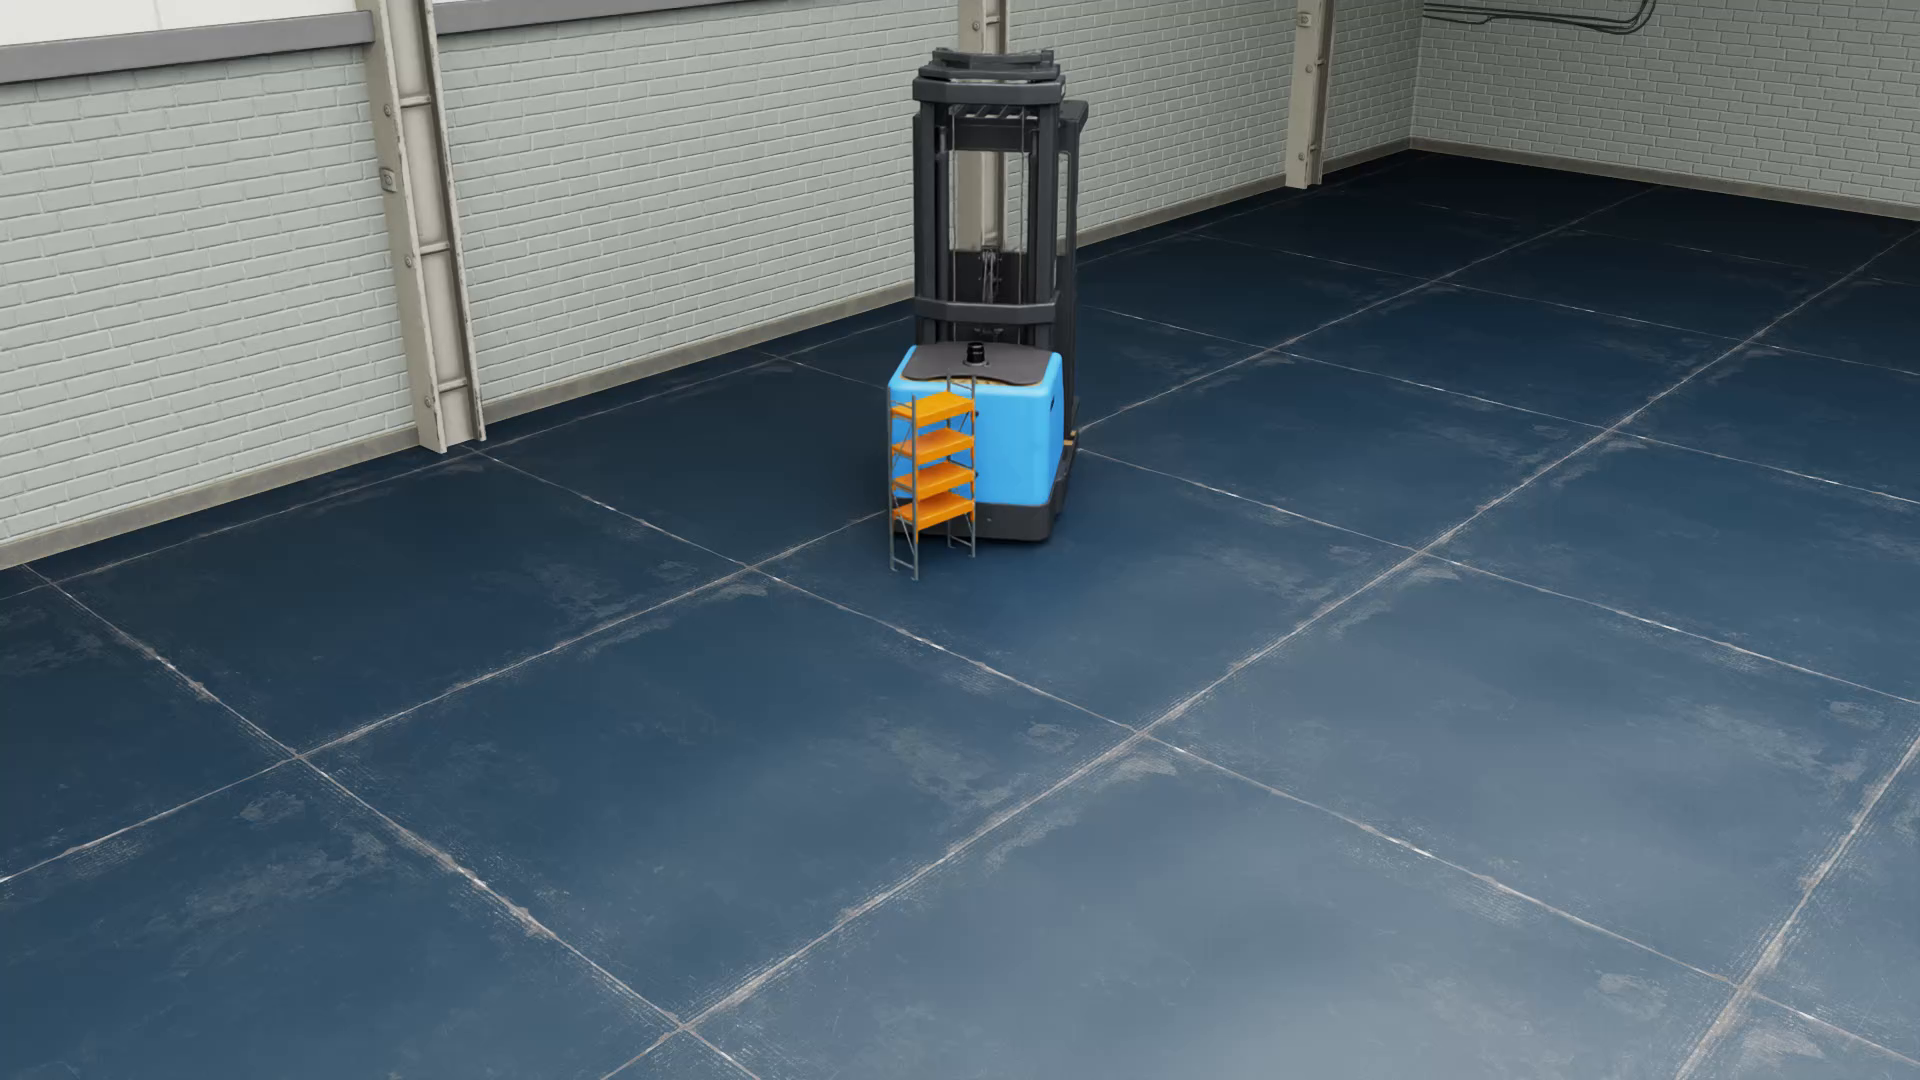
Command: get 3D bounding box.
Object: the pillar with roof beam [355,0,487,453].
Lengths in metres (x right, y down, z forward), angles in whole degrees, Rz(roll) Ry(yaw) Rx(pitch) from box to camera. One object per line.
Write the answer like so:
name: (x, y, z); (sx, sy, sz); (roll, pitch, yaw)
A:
pillar with roof beam: (-0.575, -3.665, 7.925); (9.100, 9.000, 0.400); (20, 31, 38)

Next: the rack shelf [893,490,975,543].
rack shelf: (-0.170, -0.155, 10.279); (0.480, 0.148, 0.258); (-21, 32, -39)

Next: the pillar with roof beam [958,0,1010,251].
pillar with roof beam: (3.429, -5.493, 12.002); (9.100, 9.000, 0.400); (20, 31, 38)

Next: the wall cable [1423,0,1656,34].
wall cable: (7.179, -7.616, 20.532); (3.097, 2.526, 0.112); (20, 31, 38)

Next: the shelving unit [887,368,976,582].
shelving unit: (-0.170, -0.398, 10.170); (0.503, 1.200, 0.258); (-21, 32, -39)

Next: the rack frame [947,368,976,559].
rack frame: (0.006, -0.467, 10.324); (0.015, 1.200, 0.240); (-21, 32, -39)

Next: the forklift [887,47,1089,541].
forklift: (0.272, -1.905, 11.417); (1.130, 2.935, 3.031); (4, 24, 8)

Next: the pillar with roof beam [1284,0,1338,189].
pillar with roof beam: (7.434, -7.321, 16.079); (9.100, 9.000, 0.400); (20, 31, 38)

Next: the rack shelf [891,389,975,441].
rack shelf: (-0.170, -0.756, 10.010); (0.480, 0.148, 0.258); (-21, 32, -39)

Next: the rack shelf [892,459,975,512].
rack shelf: (-0.170, -0.336, 10.198); (0.480, 0.148, 0.258); (-21, 32, -39)

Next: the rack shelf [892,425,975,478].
rack shelf: (-0.170, -0.540, 10.106); (0.480, 0.148, 0.258); (-21, 32, -39)

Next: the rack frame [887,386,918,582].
rack frame: (-0.347, -0.329, 10.017); (0.015, 1.200, 0.240); (-21, 32, -39)
